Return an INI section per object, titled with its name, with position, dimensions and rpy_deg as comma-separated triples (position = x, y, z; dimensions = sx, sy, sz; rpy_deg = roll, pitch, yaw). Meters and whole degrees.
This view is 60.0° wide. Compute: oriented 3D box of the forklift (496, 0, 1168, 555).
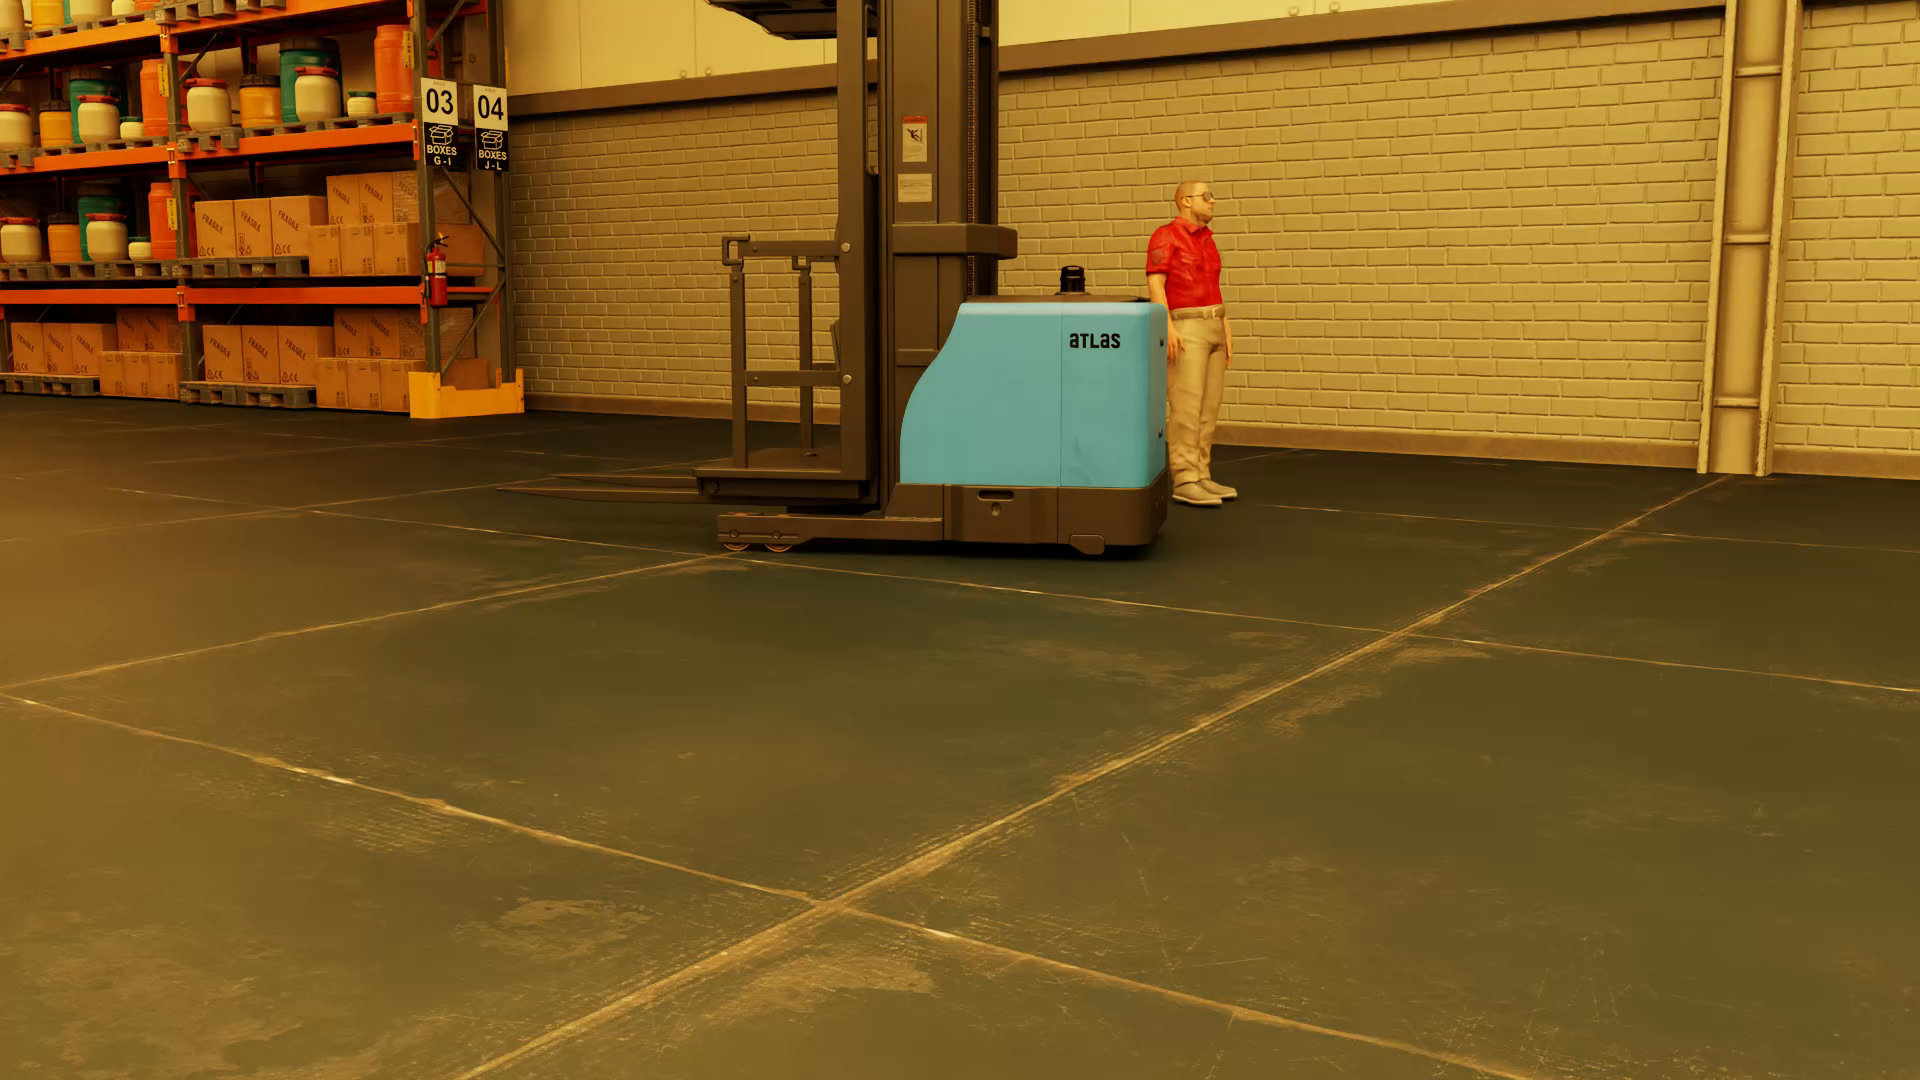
[forklift]
position = -0.596, -1.469, 7.520
dimensions = 3.031, 2.935, 1.130
rpy_deg = 2, 8, 12

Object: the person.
[person]
position = 1.342, -1.084, 9.038
dimensions = 0.550, 1.726, 0.642
rpy_deg = 7, 11, 41
